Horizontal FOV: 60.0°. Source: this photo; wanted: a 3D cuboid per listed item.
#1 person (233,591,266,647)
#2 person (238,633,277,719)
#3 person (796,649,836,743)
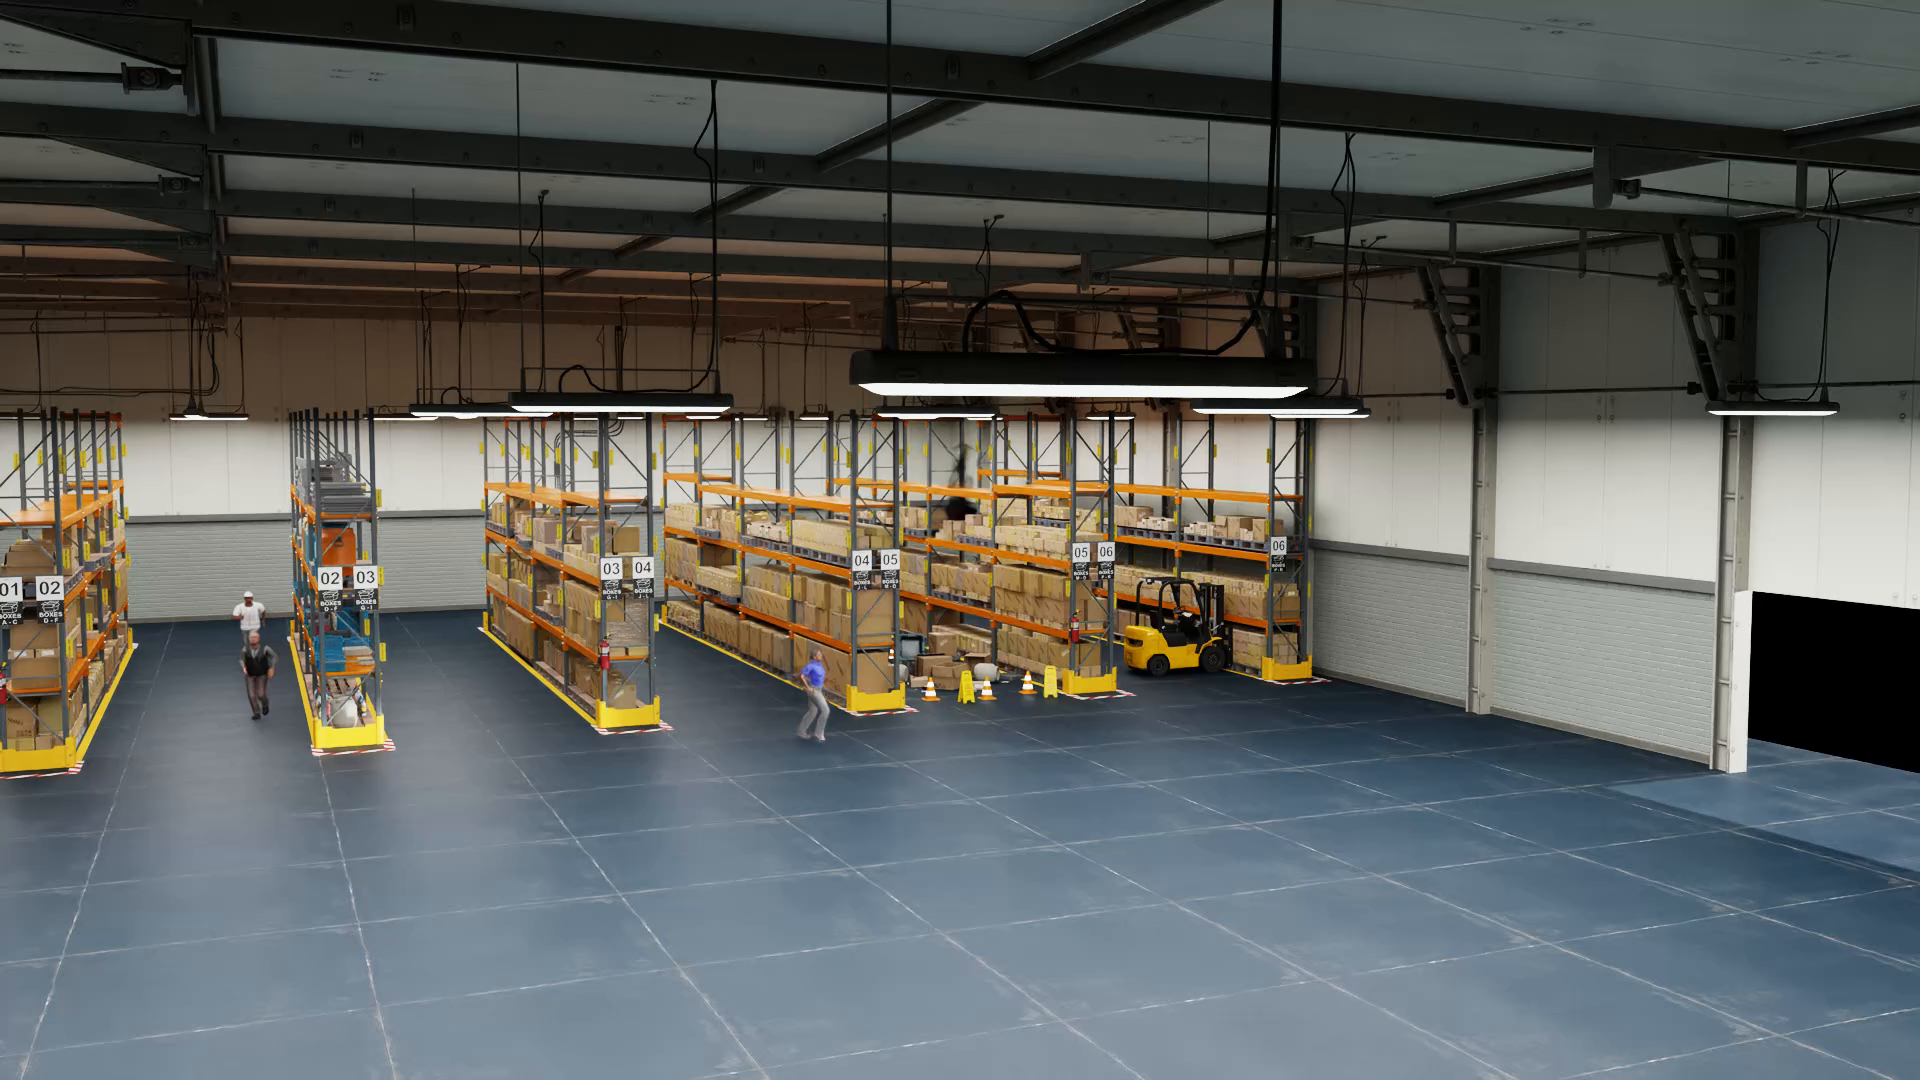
[{"bbox_3d":[-16.628,2.095,38.923,0.681,1.803,0.897,-1,4,-16],"label":"person"},{"bbox_3d":[-13.583,2.627,32.123,0.699,1.677,0.596,-1,4,-11],"label":"person"},{"bbox_3d":[-2.601,2.813,29.943,0.742,1.710,0.553,1,4,7],"label":"person"}]
